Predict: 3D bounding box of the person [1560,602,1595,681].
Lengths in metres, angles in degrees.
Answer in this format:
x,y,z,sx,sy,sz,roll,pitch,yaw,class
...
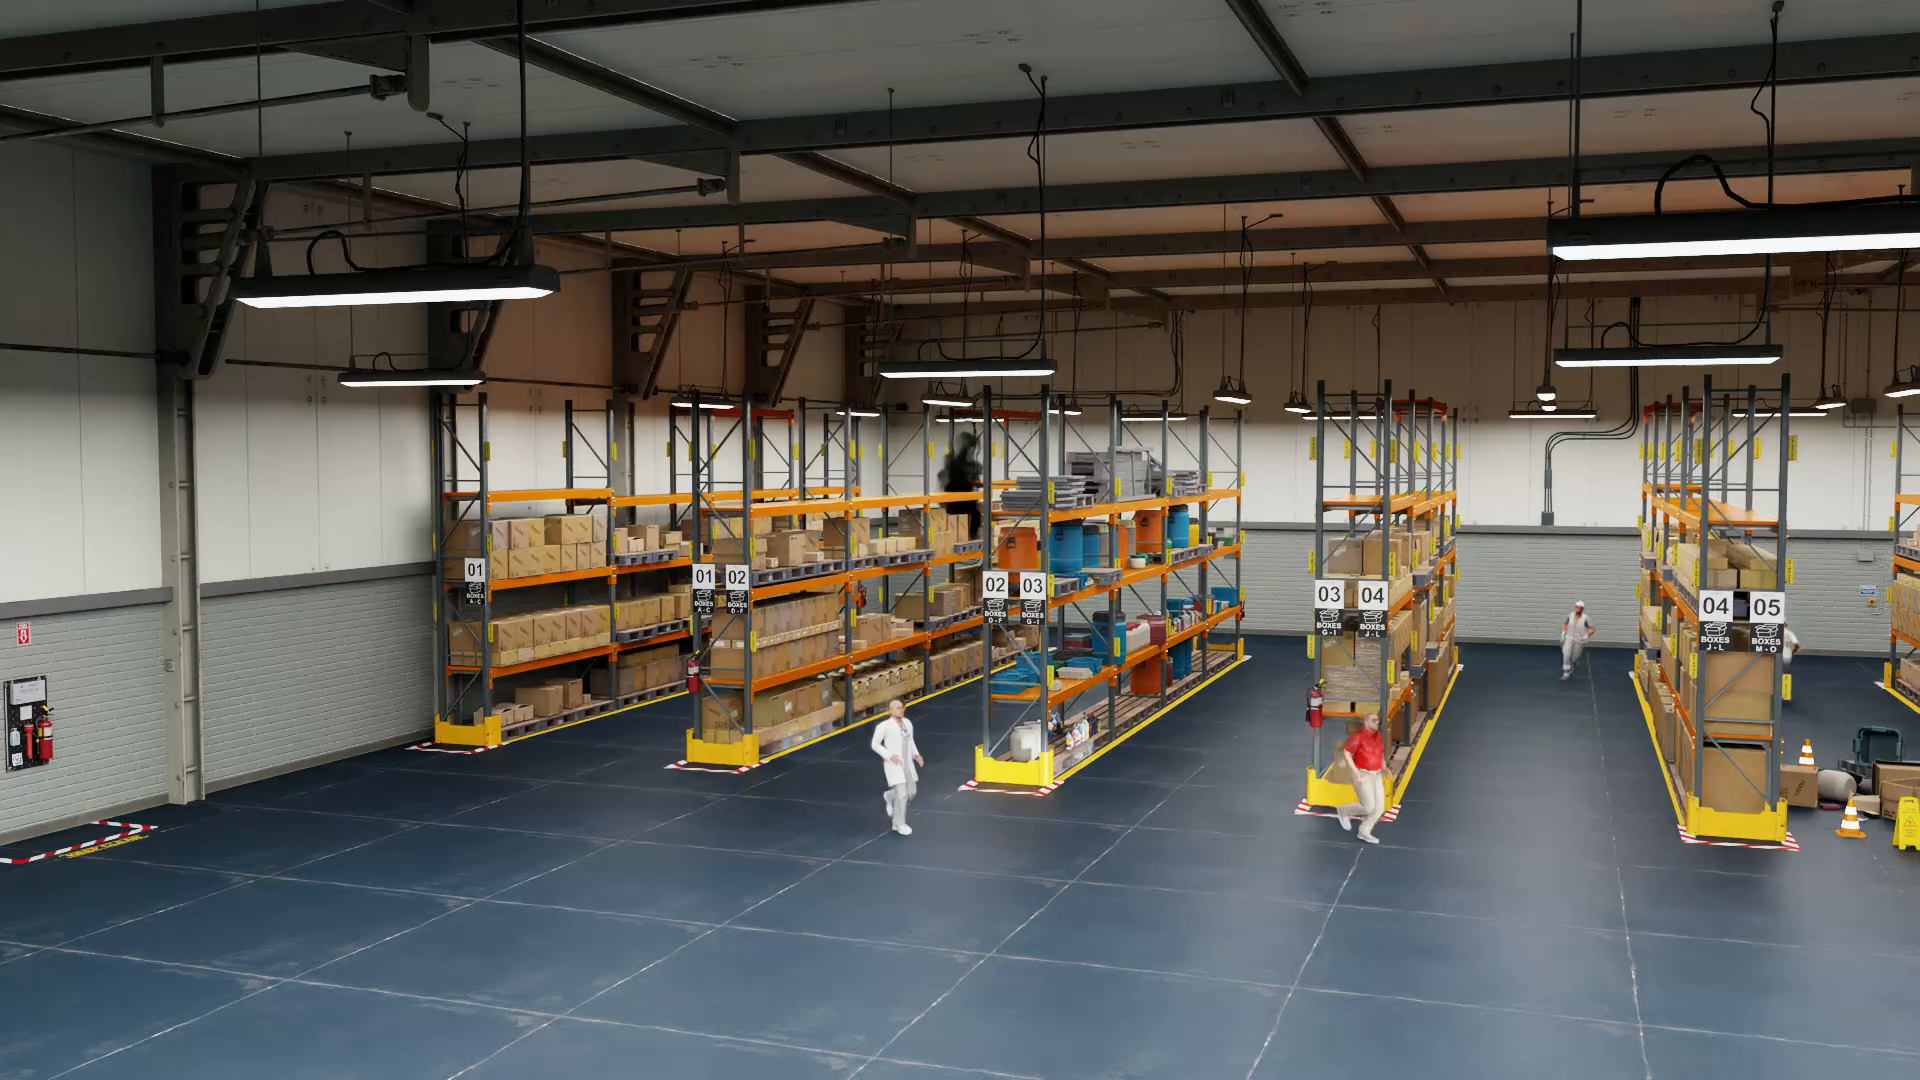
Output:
x,y,z,sx,sy,sz,roll,pitch,yaw,class
13.471,2.199,36.306,0.718,1.734,0.834,2,4,33,person

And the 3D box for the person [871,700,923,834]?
x,y,z,sx,sy,sz,roll,pitch,yaw,class
-0.858,2.976,21.937,0.712,1.739,0.652,-3,4,-41,person

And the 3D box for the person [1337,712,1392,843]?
x,y,z,sx,sy,sz,roll,pitch,yaw,class
5.204,3.037,21.376,0.650,1.681,0.636,-2,4,-34,person

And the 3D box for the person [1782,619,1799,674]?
x,y,z,sx,sy,sz,roll,pitch,yaw,class
16.649,2.395,33.720,0.615,1.623,0.727,1,3,12,person
